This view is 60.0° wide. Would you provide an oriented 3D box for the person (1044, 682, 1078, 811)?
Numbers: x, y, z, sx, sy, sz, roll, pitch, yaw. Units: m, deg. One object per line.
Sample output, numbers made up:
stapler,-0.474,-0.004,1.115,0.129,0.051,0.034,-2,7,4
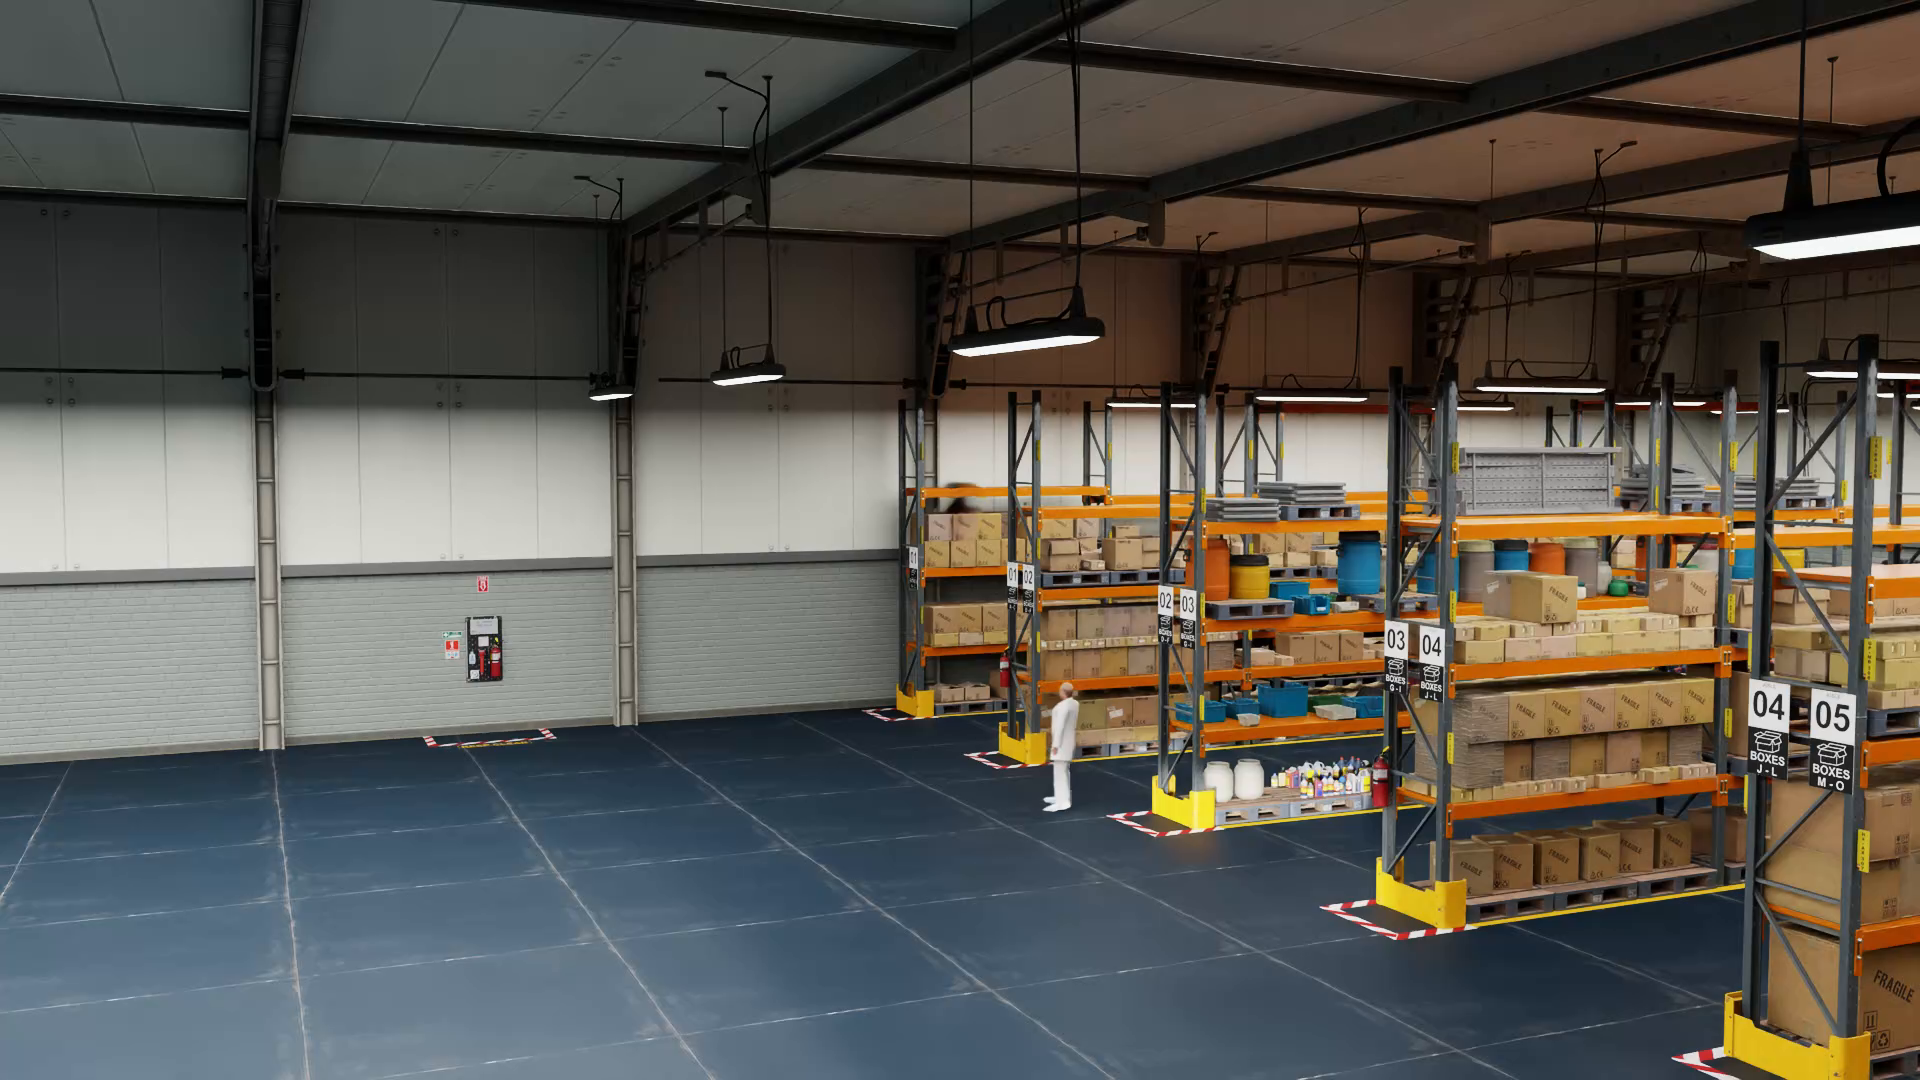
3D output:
person,1.417,2.908,23.571,0.496,1.807,0.630,1,3,10
